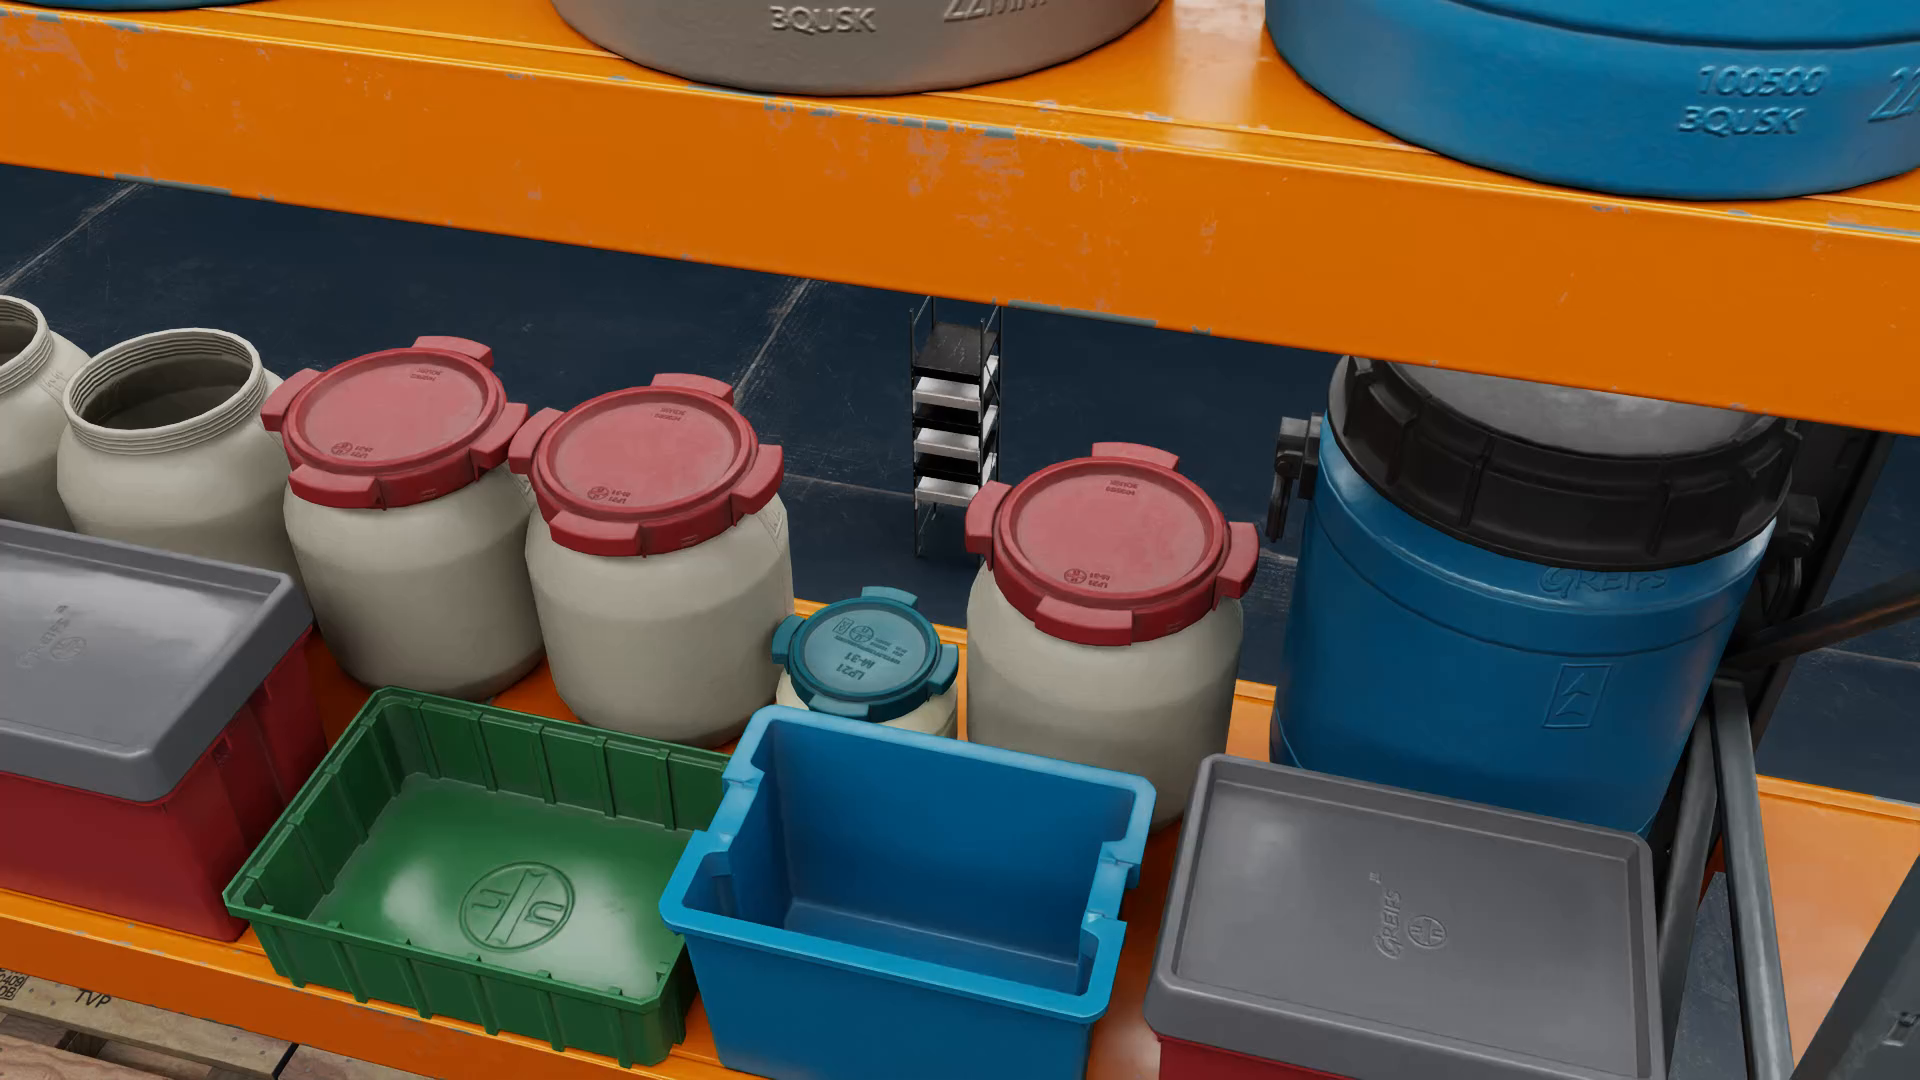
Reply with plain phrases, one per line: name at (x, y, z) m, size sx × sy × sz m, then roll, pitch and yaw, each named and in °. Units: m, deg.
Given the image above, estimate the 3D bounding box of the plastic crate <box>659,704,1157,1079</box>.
plastic crate at (-0.058, 0.545, 2.282) m, size 0.575 × 0.384 × 0.392 m, roll 10°, pitch 41°, yaw 11°

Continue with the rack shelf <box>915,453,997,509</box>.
rack shelf at (-0.008, -0.183, 5.099) m, size 0.200 × 0.077 × 0.258 m, roll 10°, pitch 41°, yaw 11°

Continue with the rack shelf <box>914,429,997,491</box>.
rack shelf at (-0.008, -0.252, 5.042) m, size 0.200 × 0.077 × 0.258 m, roll 10°, pitch 41°, yaw 11°

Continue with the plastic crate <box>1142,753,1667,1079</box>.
plastic crate at (0.542, 0.614, 2.137) m, size 0.583 × 0.464 × 0.402 m, roll 10°, pitch 41°, yaw 11°

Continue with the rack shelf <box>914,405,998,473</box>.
rack shelf at (-0.008, -0.320, 4.984) m, size 0.200 × 0.077 × 0.258 m, roll 10°, pitch 41°, yaw 11°

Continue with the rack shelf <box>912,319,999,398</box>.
rack shelf at (-0.008, -0.527, 4.810) m, size 0.200 × 0.077 × 0.258 m, roll 10°, pitch 41°, yaw 11°

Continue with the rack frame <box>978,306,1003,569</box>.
rack frame at (0.090, -0.329, 4.942) m, size 0.006 × 0.900 × 0.240 m, roll 10°, pitch 41°, yaw 11°

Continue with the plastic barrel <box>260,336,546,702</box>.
plastic barrel at (-0.906, -0.013, 2.827) m, size 0.433 × 0.535 × 0.433 m, roll 0°, pitch 40°, yaw 0°

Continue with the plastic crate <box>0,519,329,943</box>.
plastic crate at (-1.294, 0.298, 2.513) m, size 0.583 × 0.464 × 0.402 m, roll 10°, pitch 41°, yaw 11°

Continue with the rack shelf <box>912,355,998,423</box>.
rack shelf at (-0.008, -0.458, 4.868) m, size 0.200 × 0.077 × 0.258 m, roll 10°, pitch 41°, yaw 11°

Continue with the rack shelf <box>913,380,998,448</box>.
rack shelf at (-0.008, -0.389, 4.926) m, size 0.200 × 0.077 × 0.258 m, roll 10°, pitch 41°, yaw 11°

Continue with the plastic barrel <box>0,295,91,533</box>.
plastic barrel at (-1.727, -0.141, 2.999) m, size 0.421 × 0.512 × 0.421 m, roll 0°, pitch 40°, yaw 0°

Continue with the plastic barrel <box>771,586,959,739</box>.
plastic barrel at (-0.150, 0.266, 2.708) m, size 0.301 × 0.262 × 0.301 m, roll 0°, pitch 40°, yaw 0°

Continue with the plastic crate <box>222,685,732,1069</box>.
plastic crate at (-0.667, 0.496, 2.492) m, size 0.662 × 0.188 × 0.450 m, roll 10°, pitch 41°, yaw 11°

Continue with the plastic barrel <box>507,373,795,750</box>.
plastic barrel at (-0.488, 0.059, 2.741) m, size 0.433 × 0.535 × 0.433 m, roll 0°, pitch 40°, yaw 0°

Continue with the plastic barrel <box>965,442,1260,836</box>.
plastic barrel at (0.221, 0.181, 2.596) m, size 0.433 × 0.535 × 0.433 m, roll 0°, pitch 40°, yaw 0°

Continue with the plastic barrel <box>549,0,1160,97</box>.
plastic barrel at (-0.091, -0.871, 1.232) m, size 0.600 × 0.901 × 0.600 m, roll 0°, pitch 40°, yaw 0°

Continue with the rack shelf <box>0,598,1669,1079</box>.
rack shelf at (-0.844, 0.472, 2.916) m, size 4.000 × 0.370 × 1.077 m, roll 10°, pitch 41°, yaw 11°

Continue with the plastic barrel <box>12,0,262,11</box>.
plastic barrel at (-0.722, -0.979, 1.361) m, size 0.708 × 0.901 × 0.600 m, roll 10°, pitch 41°, yaw 11°

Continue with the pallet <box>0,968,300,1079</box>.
pallet at (-2.037, 1.084, 3.795) m, size 1.213 × 0.211 × 1.003 m, roll 10°, pitch 41°, yaw 11°

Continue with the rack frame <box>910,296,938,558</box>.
rack frame at (-0.106, -0.363, 4.982) m, size 0.006 × 0.900 × 0.240 m, roll 10°, pitch 41°, yaw 11°

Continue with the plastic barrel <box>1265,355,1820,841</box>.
plastic barrel at (0.794, 0.084, 2.428) m, size 0.708 × 0.901 × 0.600 m, roll 10°, pitch 41°, yaw 11°

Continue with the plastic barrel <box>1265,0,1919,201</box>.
plastic barrel at (0.541, -0.762, 1.103) m, size 0.708 × 0.901 × 0.600 m, roll 10°, pitch 41°, yaw 11°

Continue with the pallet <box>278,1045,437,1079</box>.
pallet at (-0.862, 1.288, 3.552) m, size 1.213 × 0.211 × 1.003 m, roll 10°, pitch 41°, yaw 11°

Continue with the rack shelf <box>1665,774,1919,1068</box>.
rack shelf at (3.021, 1.136, 2.124) m, size 4.000 × 0.370 × 1.077 m, roll 10°, pitch 41°, yaw 11°

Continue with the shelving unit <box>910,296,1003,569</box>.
shelving unit at (-0.008, -0.346, 4.962) m, size 0.210 × 0.900 × 0.258 m, roll 10°, pitch 41°, yaw 11°

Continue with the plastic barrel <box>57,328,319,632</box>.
plastic barrel at (-1.320, -0.071, 2.915) m, size 0.421 × 0.512 × 0.421 m, roll 0°, pitch 40°, yaw 0°
